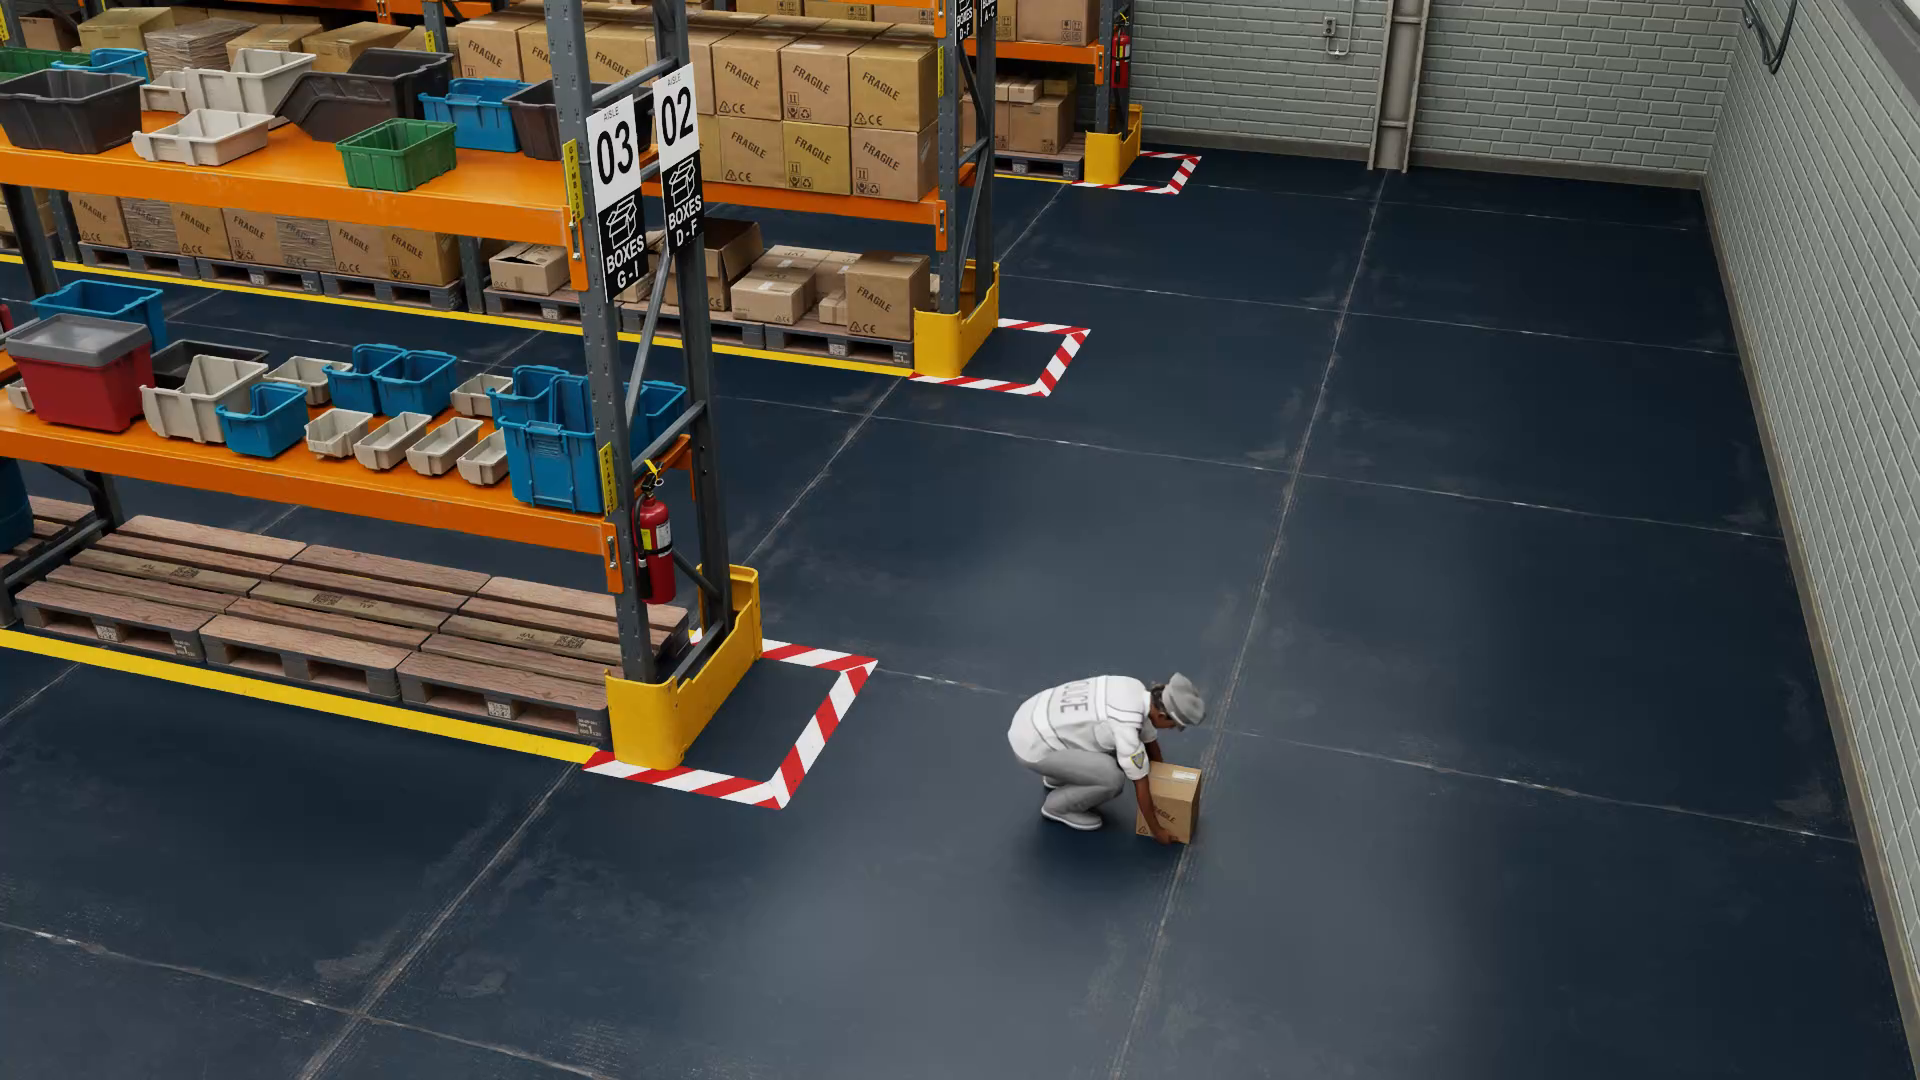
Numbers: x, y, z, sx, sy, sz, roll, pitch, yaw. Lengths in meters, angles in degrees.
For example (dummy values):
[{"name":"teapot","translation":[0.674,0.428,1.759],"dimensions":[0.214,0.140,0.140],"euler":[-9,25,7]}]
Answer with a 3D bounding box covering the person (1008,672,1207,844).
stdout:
[{"name":"person","translation":[0.678,0.978,7.744],"dimensions":[0.896,0.848,0.467],"euler":[8,30,14]}]
